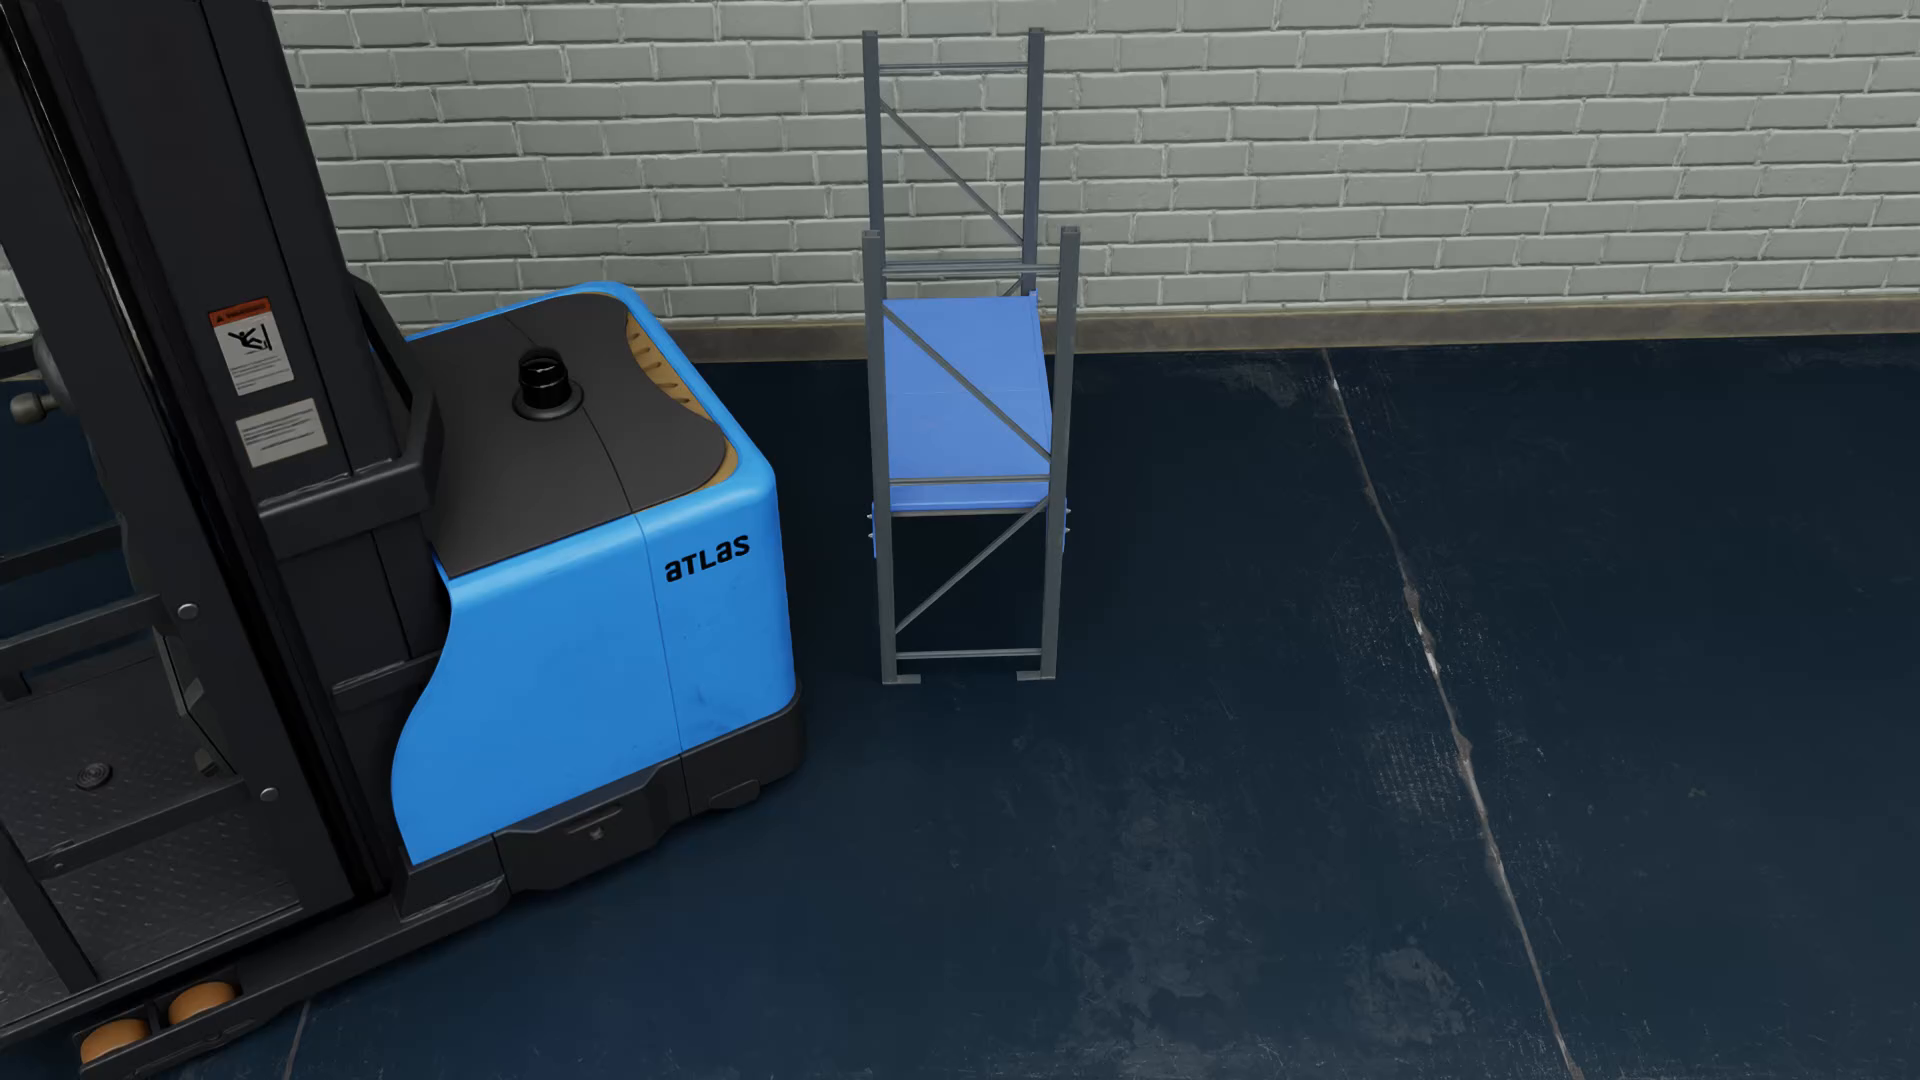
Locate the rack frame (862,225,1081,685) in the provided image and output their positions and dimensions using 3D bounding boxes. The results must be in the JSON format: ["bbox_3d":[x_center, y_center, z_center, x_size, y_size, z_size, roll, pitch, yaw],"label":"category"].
[{"bbox_3d":[0.025,-0.152,4.306,0.500,1.500,0.032,-2,43,-2],"label":"rack frame"}]

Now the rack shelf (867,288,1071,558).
[{"bbox_3d":[0.004,-0.363,4.802,0.538,0.185,1.000,-2,43,-2],"label":"rack shelf"}]

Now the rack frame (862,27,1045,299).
[{"bbox_3d":[-0.018,-0.838,5.055,0.500,1.500,0.032,-2,43,-2],"label":"rack frame"}]

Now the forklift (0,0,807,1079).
[{"bbox_3d":[-1.948,-0.220,3.321,3.031,2.935,1.130,-22,47,-22],"label":"forklift"}]

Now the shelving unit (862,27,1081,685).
[{"bbox_3d":[0.004,-0.495,4.680,0.538,1.500,1.048,-2,43,-2],"label":"shelving unit"}]
